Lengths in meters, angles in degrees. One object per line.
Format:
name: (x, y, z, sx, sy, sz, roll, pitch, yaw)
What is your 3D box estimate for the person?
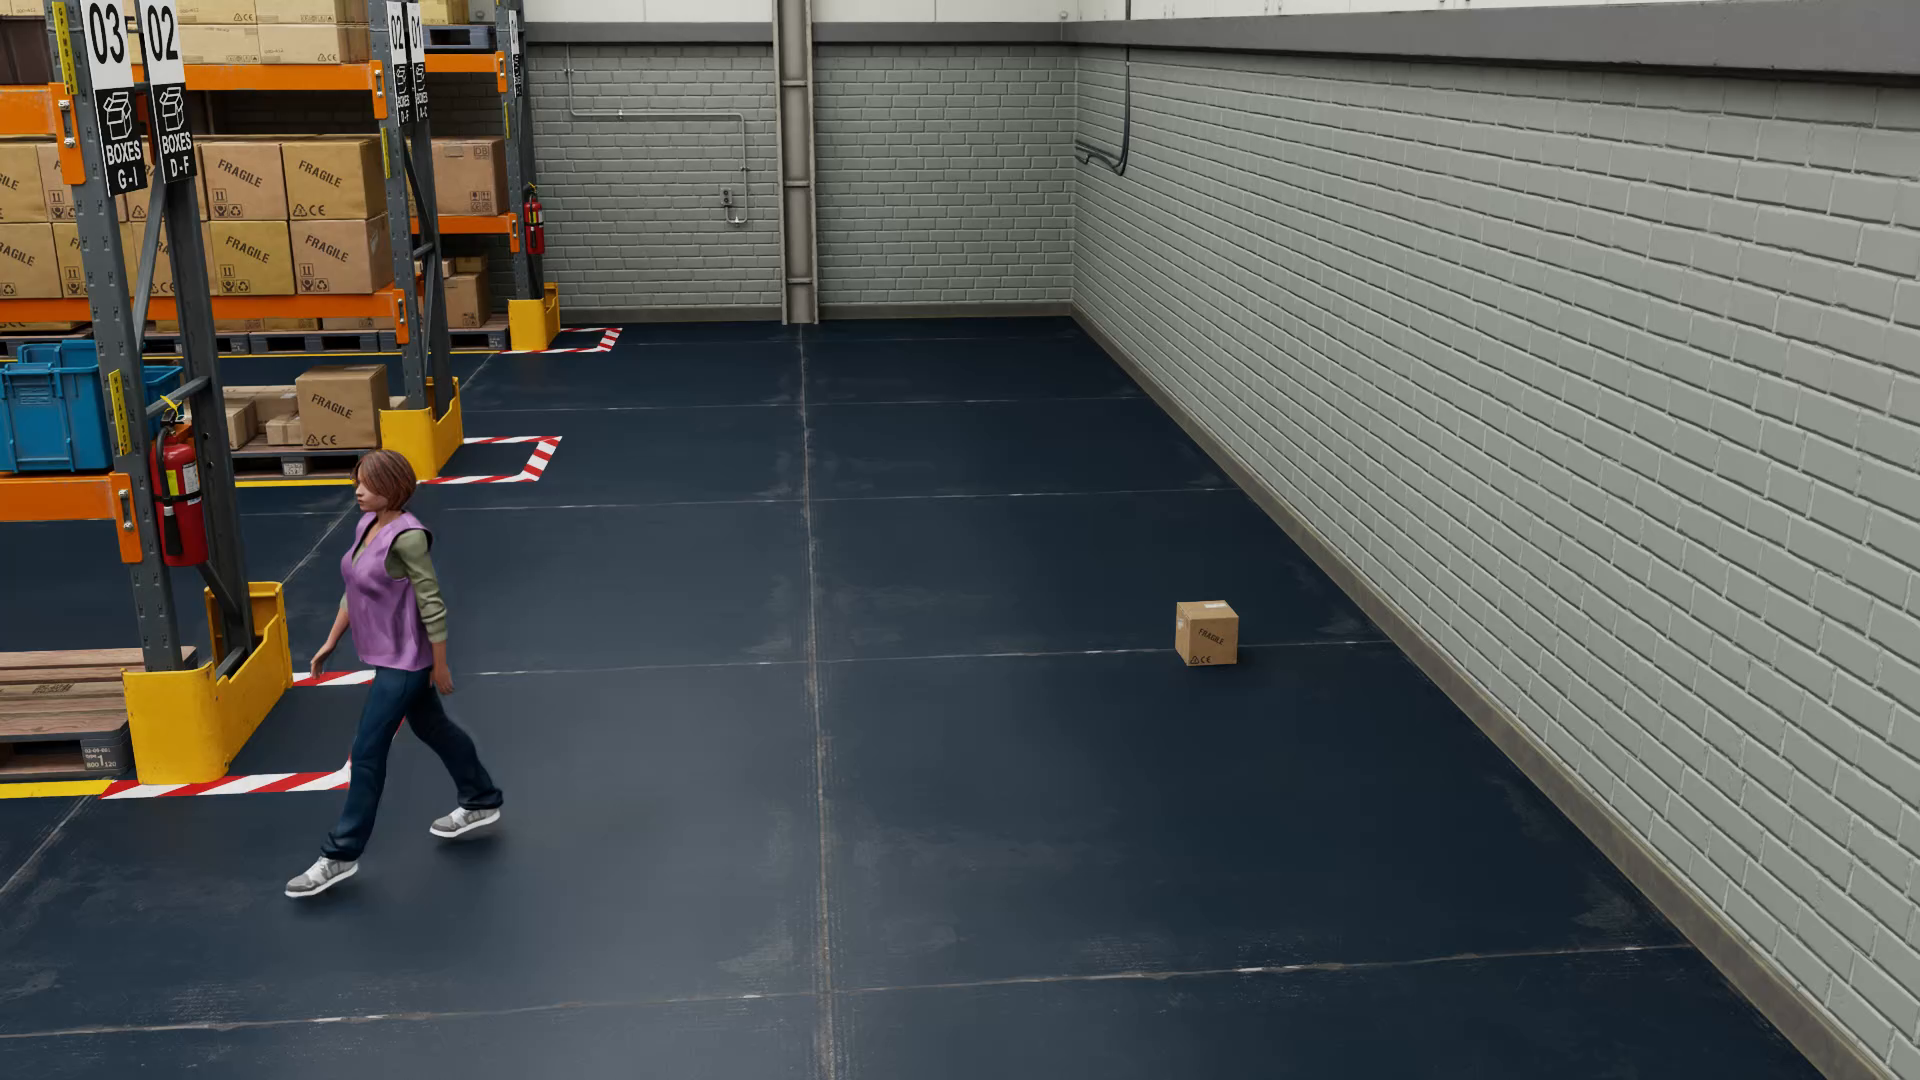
person: (-2.140, 0.439, 6.075, 0.862, 1.557, 0.413, -12, 20, -33)
